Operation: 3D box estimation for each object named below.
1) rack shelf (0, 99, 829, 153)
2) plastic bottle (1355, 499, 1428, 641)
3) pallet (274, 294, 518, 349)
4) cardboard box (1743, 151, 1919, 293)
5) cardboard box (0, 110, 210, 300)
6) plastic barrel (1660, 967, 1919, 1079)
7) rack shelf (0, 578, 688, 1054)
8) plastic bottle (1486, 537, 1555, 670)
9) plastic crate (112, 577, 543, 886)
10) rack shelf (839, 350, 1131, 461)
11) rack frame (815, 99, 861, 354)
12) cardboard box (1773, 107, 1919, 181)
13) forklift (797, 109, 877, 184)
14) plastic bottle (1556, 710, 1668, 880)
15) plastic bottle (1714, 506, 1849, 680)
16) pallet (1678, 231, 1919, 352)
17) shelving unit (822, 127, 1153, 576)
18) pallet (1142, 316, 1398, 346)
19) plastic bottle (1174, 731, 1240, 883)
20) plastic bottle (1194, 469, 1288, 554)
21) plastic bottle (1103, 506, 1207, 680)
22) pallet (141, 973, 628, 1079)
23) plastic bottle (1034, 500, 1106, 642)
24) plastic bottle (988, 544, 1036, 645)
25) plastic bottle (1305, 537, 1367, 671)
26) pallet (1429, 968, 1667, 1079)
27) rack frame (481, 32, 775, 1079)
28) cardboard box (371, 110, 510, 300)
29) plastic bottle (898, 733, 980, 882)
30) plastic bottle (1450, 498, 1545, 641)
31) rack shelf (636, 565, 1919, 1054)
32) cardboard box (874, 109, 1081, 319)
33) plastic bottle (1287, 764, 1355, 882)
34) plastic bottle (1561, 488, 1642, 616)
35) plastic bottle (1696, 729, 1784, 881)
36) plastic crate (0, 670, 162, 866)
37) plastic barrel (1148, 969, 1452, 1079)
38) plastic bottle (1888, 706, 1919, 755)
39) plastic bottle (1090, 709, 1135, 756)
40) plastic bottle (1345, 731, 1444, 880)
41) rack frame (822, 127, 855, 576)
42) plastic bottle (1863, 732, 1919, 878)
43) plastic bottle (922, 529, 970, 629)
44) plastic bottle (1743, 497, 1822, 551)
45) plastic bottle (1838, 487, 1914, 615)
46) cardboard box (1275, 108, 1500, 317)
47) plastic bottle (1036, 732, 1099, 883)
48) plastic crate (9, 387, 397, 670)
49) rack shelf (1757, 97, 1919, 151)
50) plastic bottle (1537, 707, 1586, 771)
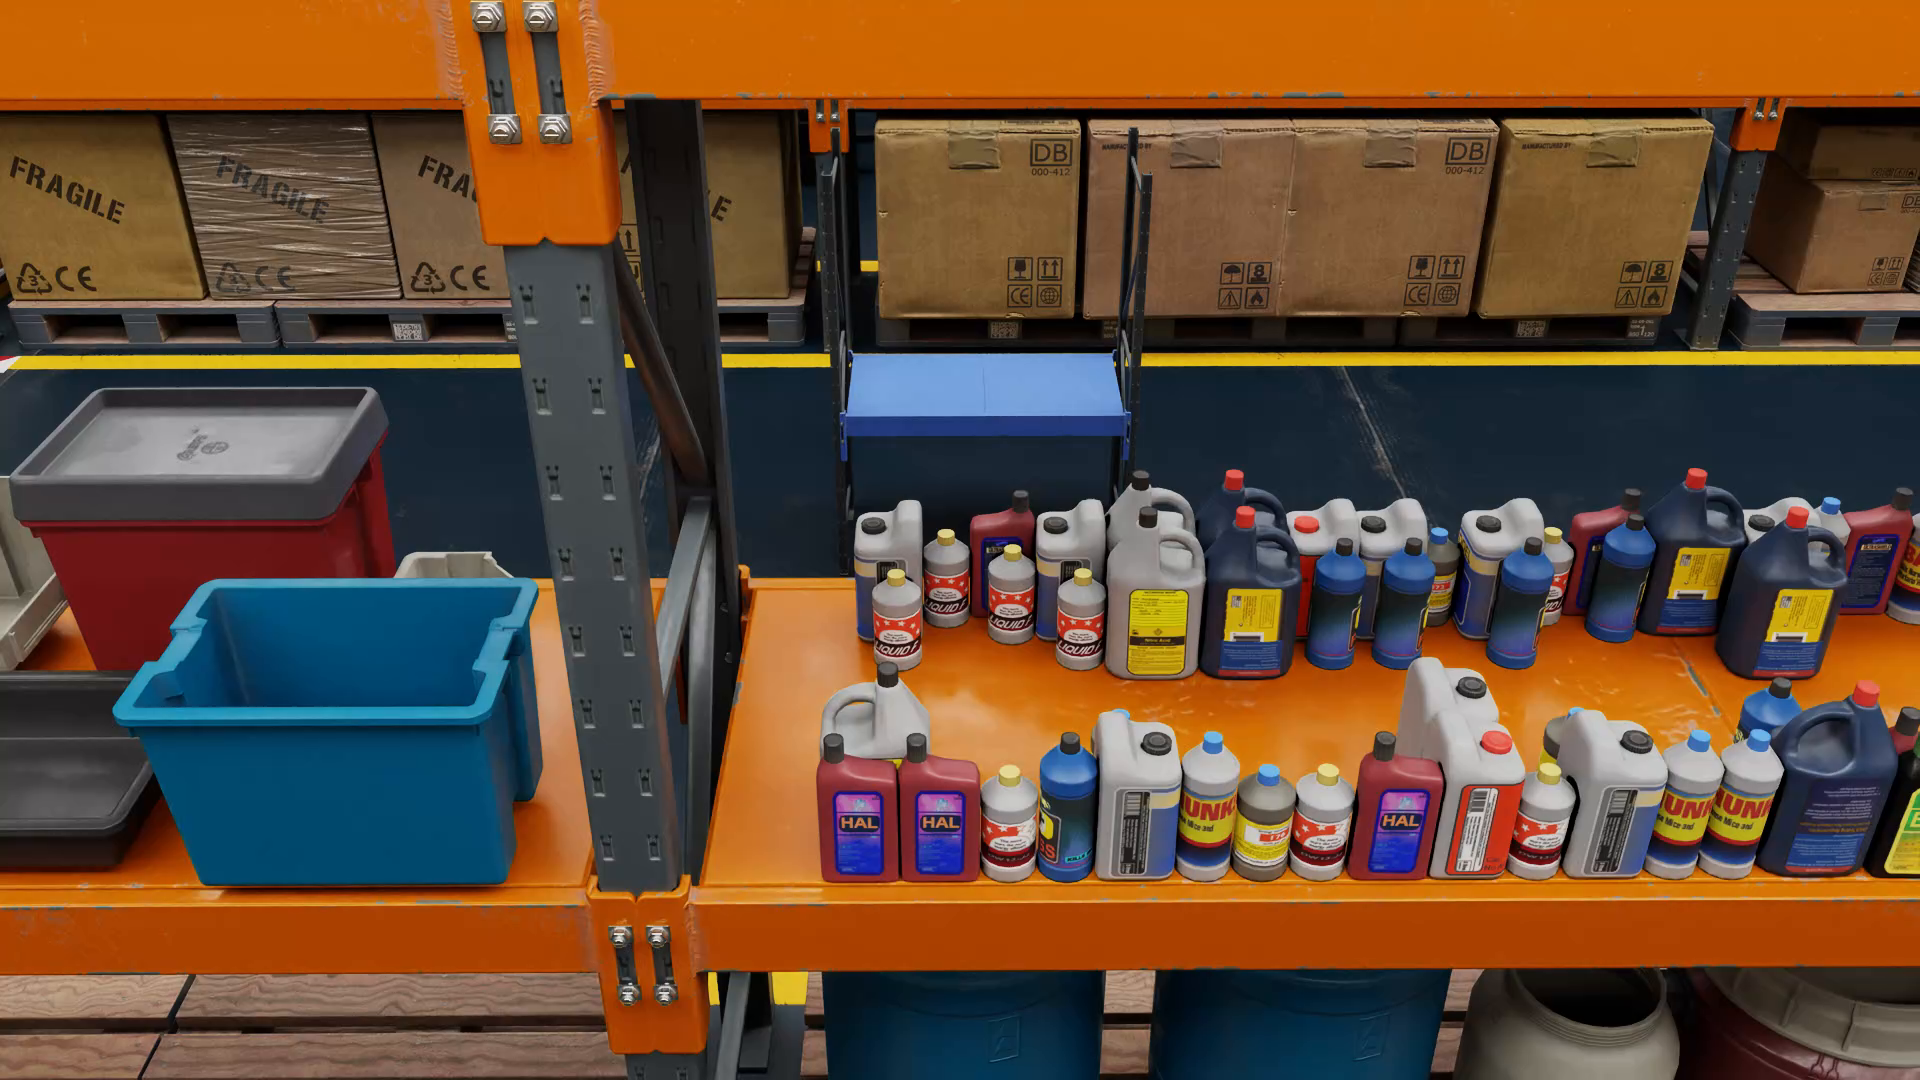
[{"bbox_3d":[-2.566,-2.084,7.487,4.000,0.370,1.077,0,31,0],"label":"rack shelf"},{"bbox_3d":[0.860,0.052,3.392,0.135,0.276,0.152,0,31,0],"label":"plastic bottle"},{"bbox_3d":[-2.550,-1.239,8.088,1.213,0.211,1.003,0,31,0],"label":"pallet"},{"bbox_3d":[4.104,-1.542,7.886,0.500,0.500,0.700,-2,31,-3],"label":"cardboard box"},{"bbox_3d":[-3.927,-1.700,7.804,0.875,0.875,0.875,0,31,0],"label":"cardboard box"},{"bbox_3d":[1.845,1.024,3.591,0.708,0.588,0.600,0,31,0],"label":"plastic barrel"},{"bbox_3d":[-2.536,0.485,3.253,4.000,0.370,1.077,0,31,0],"label":"rack shelf"},{"bbox_3d":[1.111,0.118,3.288,0.097,0.271,0.097,0,31,0],"label":"plastic bottle"},{"bbox_3d":[-1.001,0.331,2.771,0.575,0.384,0.392,0,31,0],"label":"plastic crate"},{"bbox_3d":[0.085,-0.488,5.955,1.000,0.185,0.538,0,31,0],"label":"rack shelf"},{"bbox_3d":[-0.566,-2.398,7.311,0.127,3.000,1.000,0,31,0],"label":"rack frame"},{"bbox_3d":[4.104,-1.868,7.700,0.500,0.250,0.500,1,31,2],"label":"cardboard box"},{"bbox_3d":[-1.181,-3.598,9.355,3.031,2.935,1.130,0,31,-1],"label":"forklift"},{"bbox_3d":[1.087,0.417,2.791,0.135,0.276,0.152,0,31,0],"label":"plastic bottle"},{"bbox_3d":[1.618,0.095,3.250,0.185,0.351,0.144,0,31,0],"label":"plastic bottle"},{"bbox_3d":[4.215,-1.220,8.057,1.213,0.211,1.003,0,31,0],"label":"pallet"},{"bbox_3d":[0.085,-0.641,5.861,1.048,1.500,0.538,0,31,0],"label":"shelving unit"},{"bbox_3d":[1.428,-1.253,8.111,1.213,0.211,1.003,0,31,0],"label":"pallet"},{"bbox_3d":[0.411,0.435,2.765,0.097,0.271,0.097,0,31,0],"label":"plastic bottle"},{"bbox_3d":[0.566,0.019,3.374,0.185,0.351,0.144,0,31,0],"label":"plastic bottle"},{"bbox_3d":[0.382,0.094,3.250,0.185,0.351,0.144,0,31,0],"label":"plastic bottle"},{"bbox_3d":[-1.271,1.386,3.763,1.213,0.211,1.003,0,31,0],"label":"pallet"},{"bbox_3d":[0.221,0.054,3.389,0.135,0.276,0.152,0,31,0],"label":"plastic bottle"},{"bbox_3d":[0.105,0.104,3.379,0.097,0.201,0.097,0,31,0],"label":"plastic bottle"},{"bbox_3d":[0.745,0.119,3.286,0.097,0.271,0.097,0,31,0],"label":"plastic bottle"},{"bbox_3d":[1.459,1.377,3.777,1.213,0.211,1.003,0,31,0],"label":"pallet"},{"bbox_3d":[-0.536,0.171,3.076,0.127,3.000,1.000,0,31,0],"label":"rack frame"},{"bbox_3d":[-2.127,-1.706,7.813,0.875,0.875,0.875,0,31,0],"label":"cardboard box"},{"bbox_3d":[-0.034,0.441,2.744,0.133,0.283,0.061,0,31,0],"label":"plastic bottle"},{"bbox_3d":[1.092,0.051,3.393,0.135,0.276,0.152,0,31,0],"label":"plastic bottle"},{"bbox_3d":[1.464,0.472,3.273,4.000,0.370,1.077,0,31,0],"label":"rack shelf"},{"bbox_3d":[0.074,-1.682,7.773,0.875,0.875,1.225,0,31,0],"label":"cardboard box"},{"bbox_3d":[0.606,0.464,2.785,0.097,0.201,0.097,0,31,0],"label":"plastic bottle"},{"bbox_3d":[1.323,0.024,3.431,0.133,0.283,0.061,0,31,0],"label":"plastic bottle"},{"bbox_3d":[1.300,0.432,2.770,0.097,0.271,0.097,0,31,0],"label":"plastic bottle"},{"bbox_3d":[-1.654,0.406,2.897,0.590,0.125,0.437,0,31,0],"label":"plastic crate"},{"bbox_3d":[0.716,0.894,3.504,0.708,0.901,0.600,0,31,0],"label":"plastic barrel"},{"bbox_3d":[1.600,0.404,2.805,0.133,0.283,0.061,0,31,0],"label":"plastic bottle"},{"bbox_3d":[0.275,0.386,2.913,0.097,0.201,0.097,0,31,0],"label":"plastic bottle"},{"bbox_3d":[0.721,0.438,2.748,0.133,0.283,0.061,0,31,0],"label":"plastic bottle"},{"bbox_3d":[-0.423,-0.640,5.859,0.032,1.500,0.500,0,31,0],"label":"rack frame"},{"bbox_3d":[1.601,0.436,2.753,0.133,0.283,0.061,0,31,0],"label":"plastic bottle"},{"bbox_3d":[-0.028,0.073,3.430,0.097,0.201,0.097,0,31,0],"label":"plastic bottle"},{"bbox_3d":[1.642,0.050,3.396,0.135,0.276,0.152,0,31,0],"label":"plastic bottle"},{"bbox_3d":[1.873,0.022,3.434,0.133,0.283,0.061,0,31,0],"label":"plastic bottle"},{"bbox_3d":[1.852,-1.692,7.790,0.875,0.875,1.225,0,31,0],"label":"cardboard box"},{"bbox_3d":[0.179,0.436,2.764,0.097,0.271,0.097,0,31,0],"label":"plastic bottle"},{"bbox_3d":[-1.431,-0.009,3.254,0.583,0.464,0.402,0,31,0],"label":"plastic crate"},{"bbox_3d":[5.434,-2.109,7.528,4.000,0.370,1.077,0,31,0],"label":"rack shelf"},{"bbox_3d":[1.067,0.384,2.917,0.097,0.201,0.097,0,31,0],"label":"plastic bottle"}]
